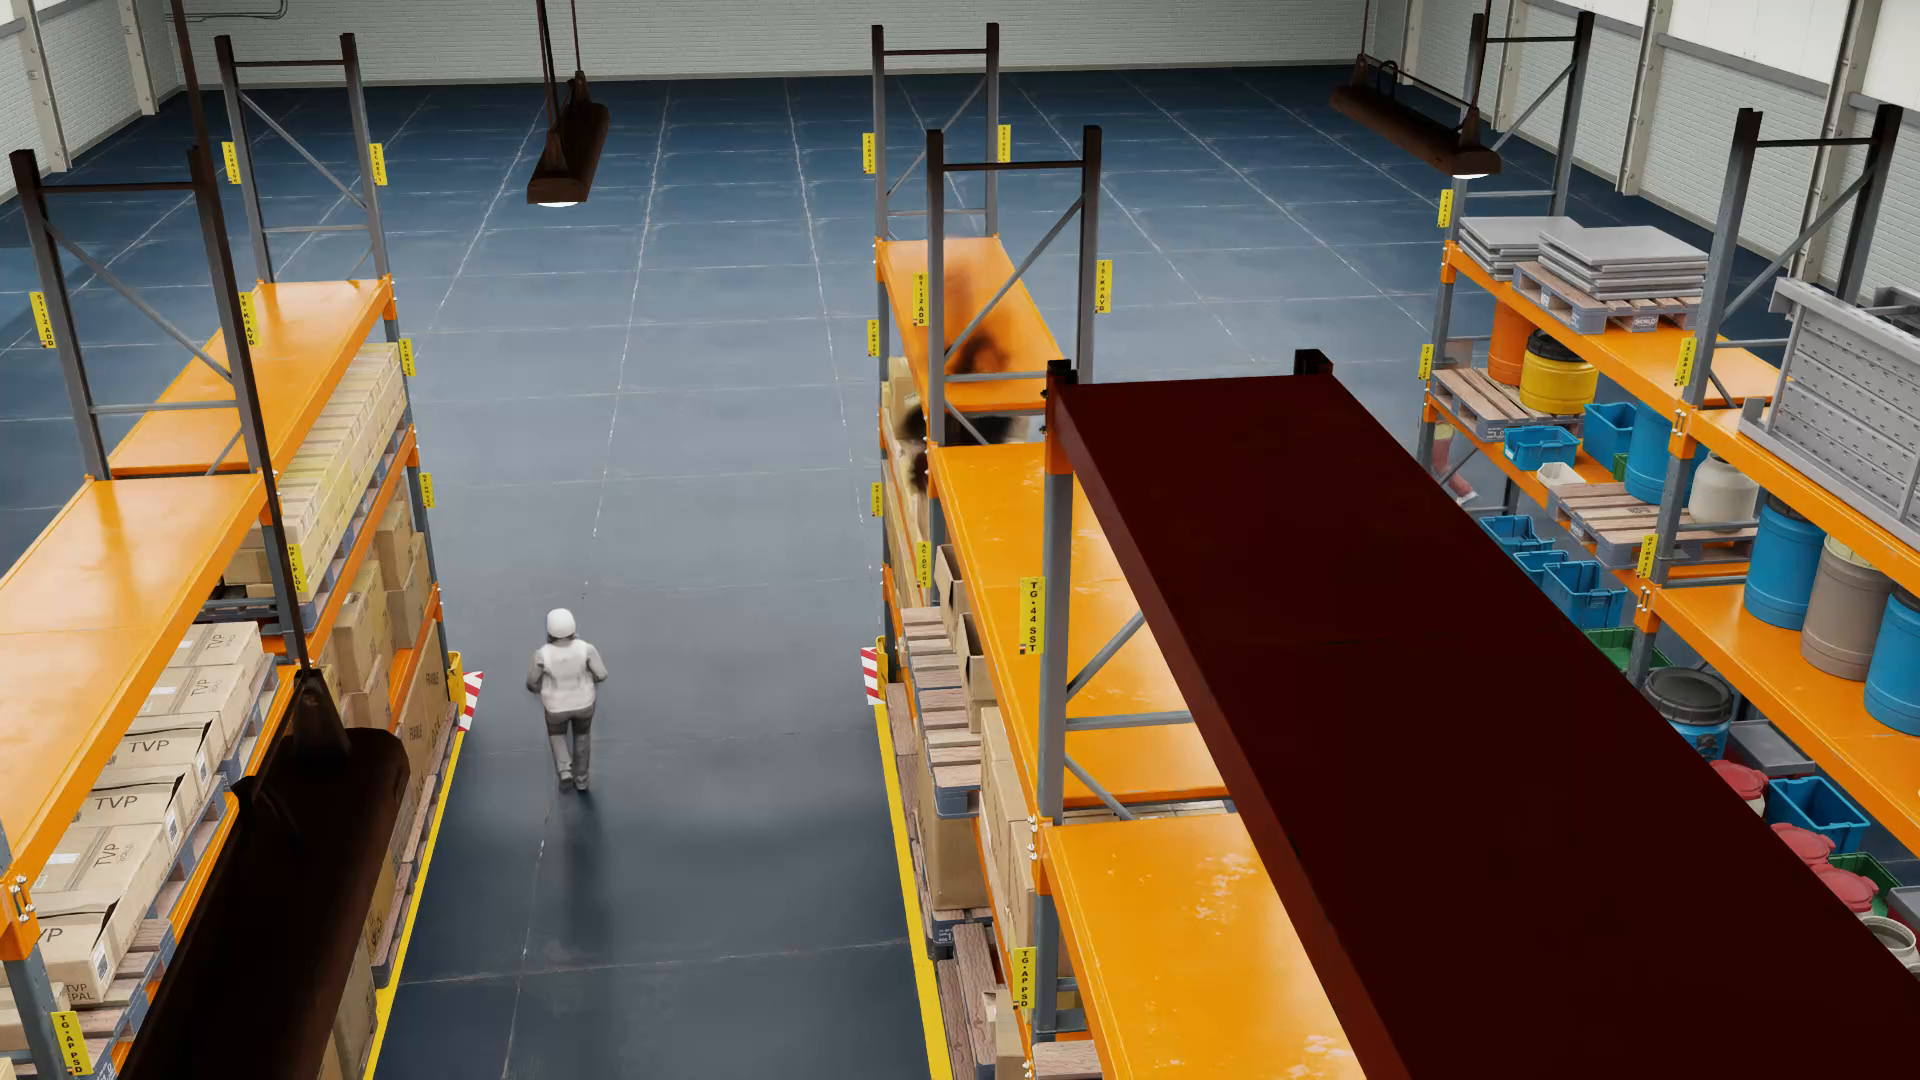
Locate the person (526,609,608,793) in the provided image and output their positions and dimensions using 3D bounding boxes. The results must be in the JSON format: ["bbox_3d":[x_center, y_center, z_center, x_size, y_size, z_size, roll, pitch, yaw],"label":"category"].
[{"bbox_3d":[-3.225,1.323,13.731,0.657,1.722,0.609,-7,26,-15],"label":"person"}]

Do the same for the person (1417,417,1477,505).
[{"bbox_3d":[5.533,-1.071,19.058,0.905,1.475,0.561,12,28,23],"label":"person"}]
